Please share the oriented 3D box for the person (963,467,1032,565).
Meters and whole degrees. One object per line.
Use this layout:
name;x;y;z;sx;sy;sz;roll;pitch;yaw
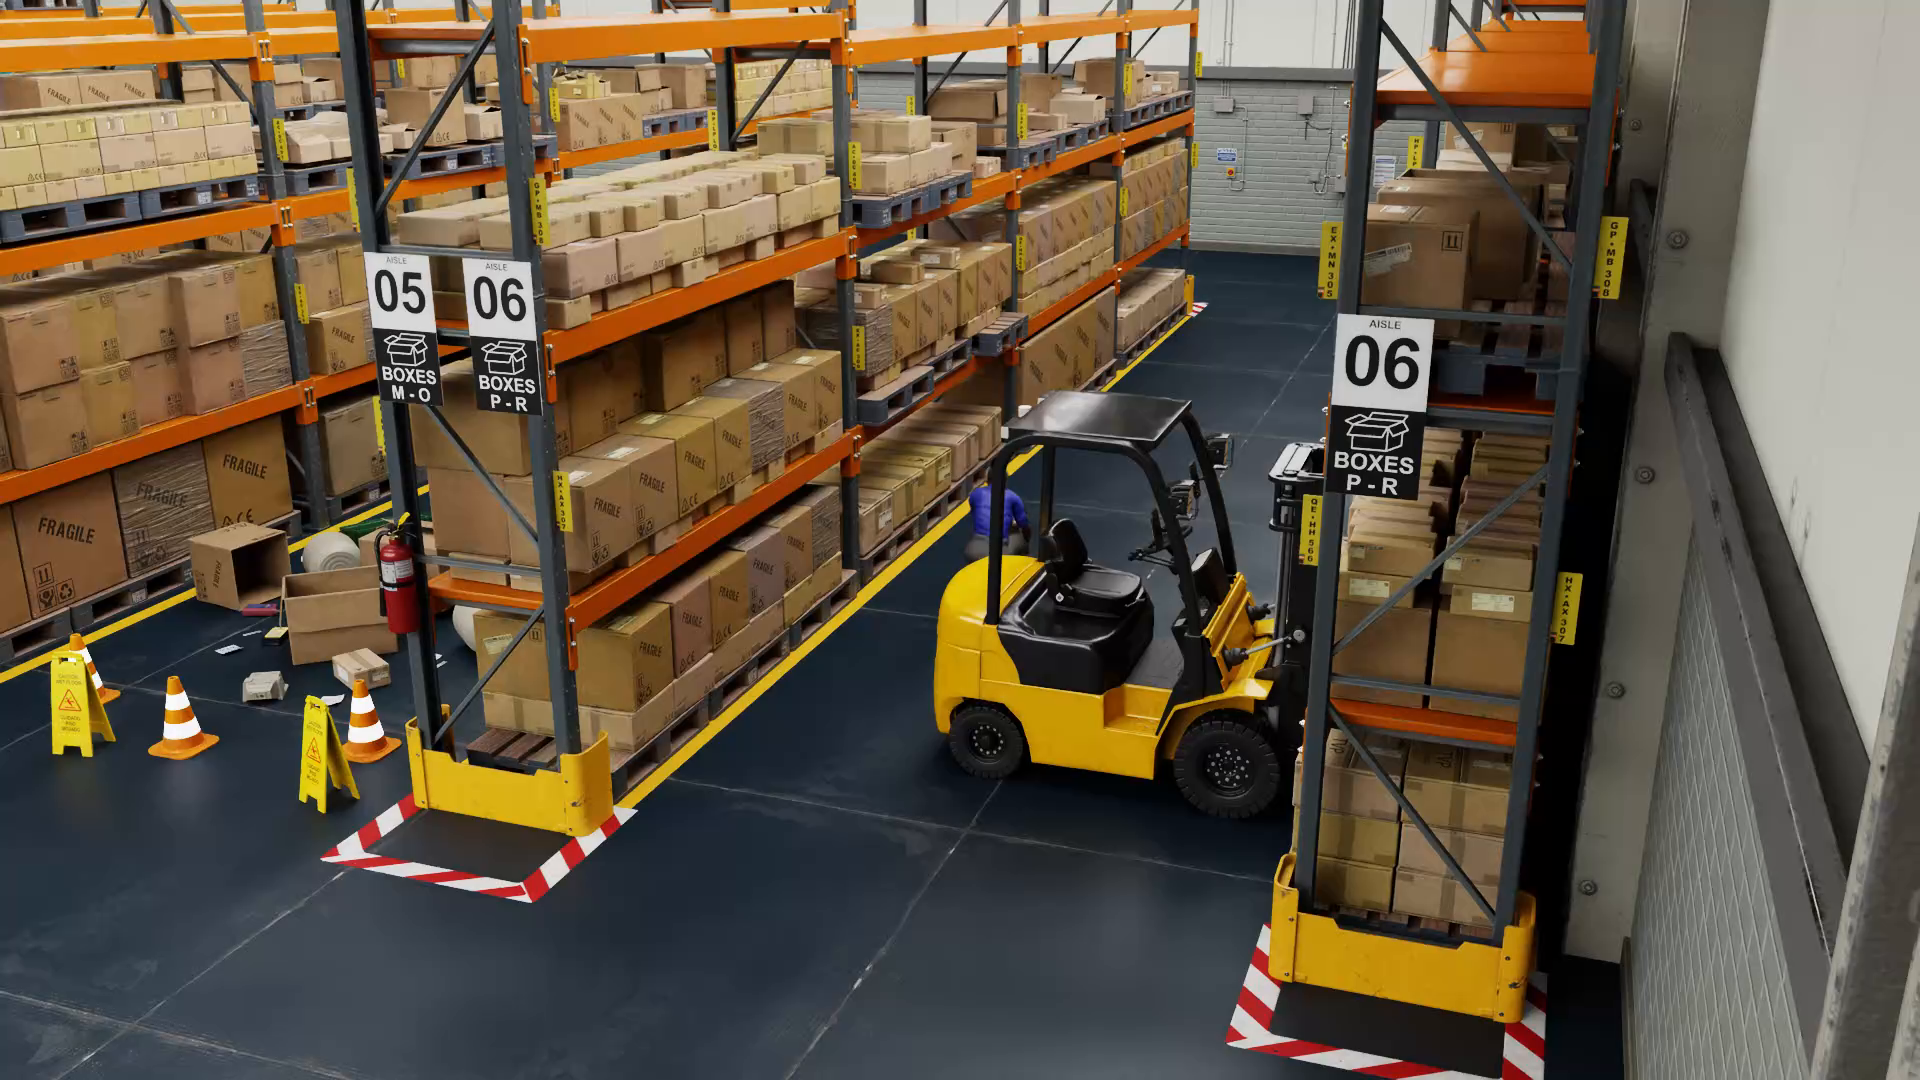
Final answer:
person;0.287;-0.072;12.929;0.483;0.937;0.827;6;20;17
